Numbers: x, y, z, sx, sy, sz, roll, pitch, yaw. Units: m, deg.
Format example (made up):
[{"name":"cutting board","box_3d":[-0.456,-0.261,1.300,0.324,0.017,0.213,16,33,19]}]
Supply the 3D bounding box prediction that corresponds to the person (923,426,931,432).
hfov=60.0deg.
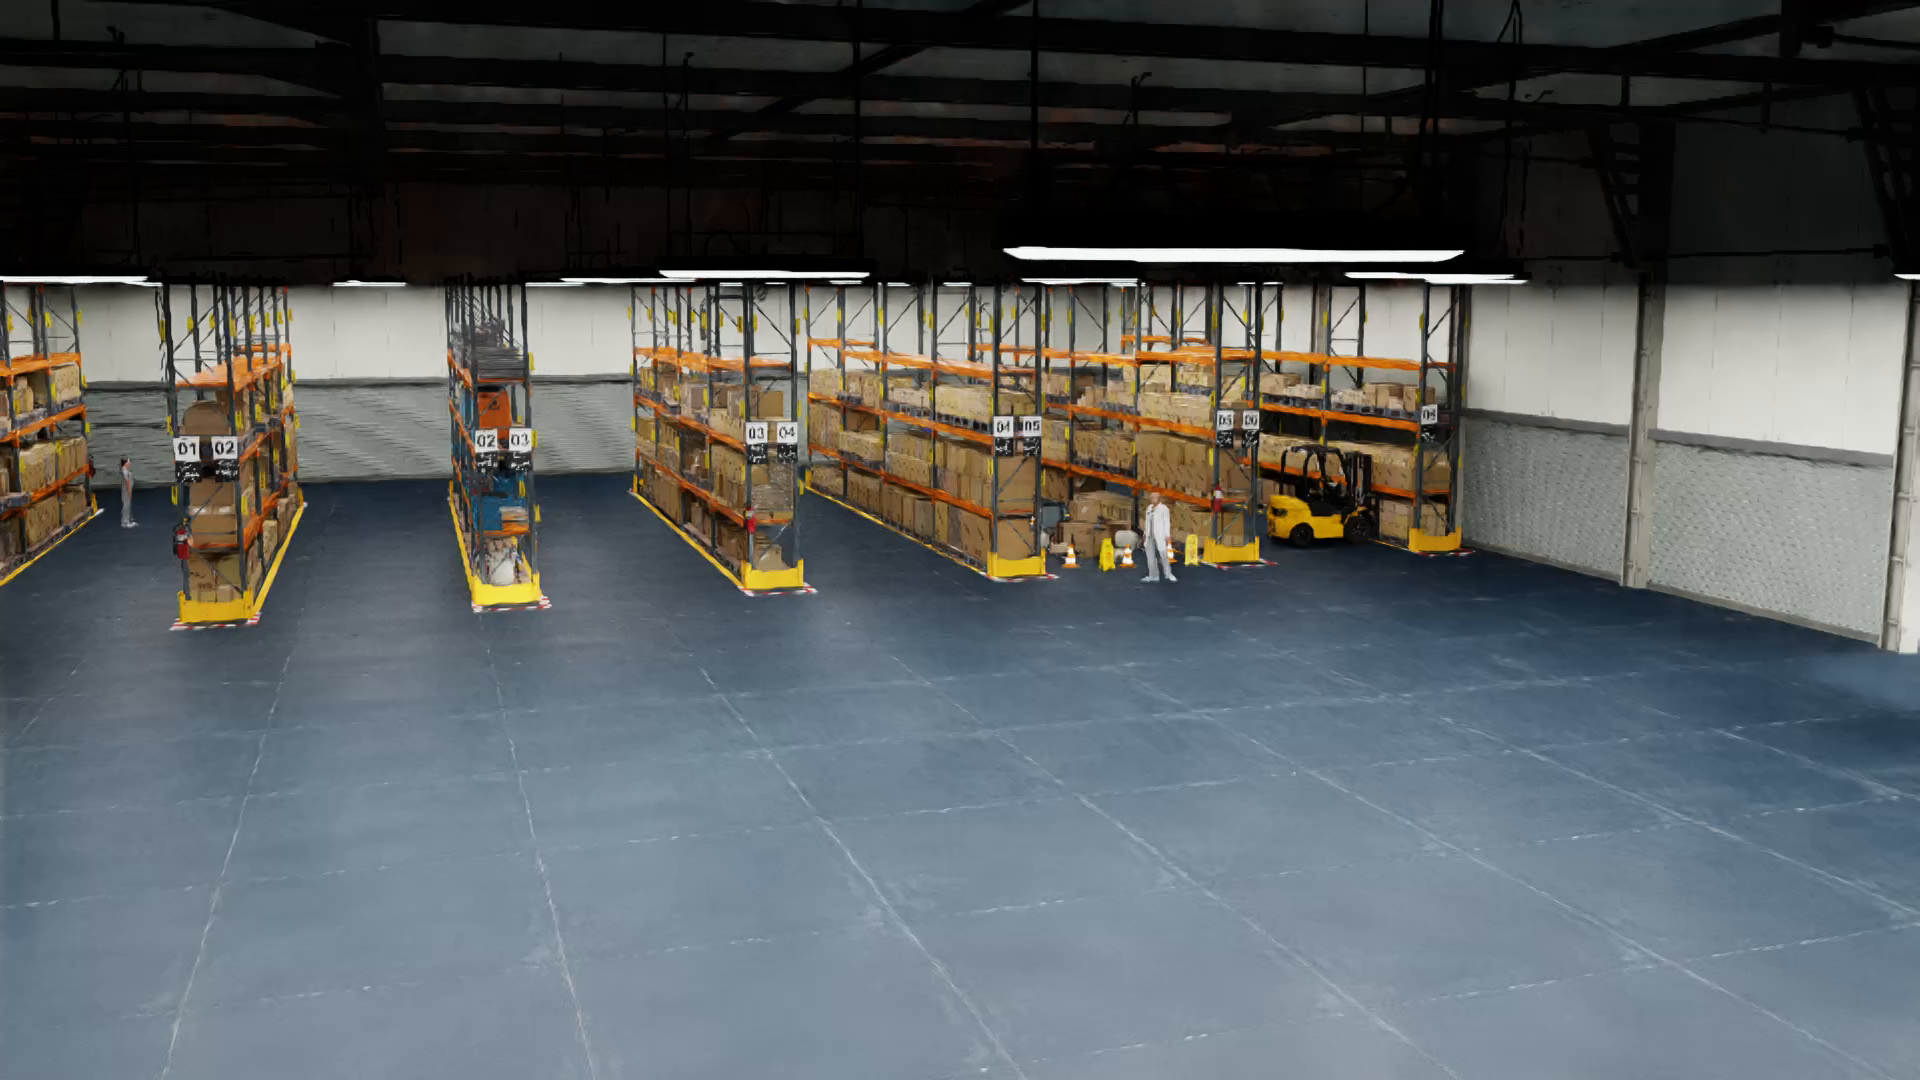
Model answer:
[{"name":"person","box_3d":[-0.949,-3.124,53.324,0.502,1.643,0.542,3,9,18]}]

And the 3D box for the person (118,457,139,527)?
[{"name":"person","box_3d":[-20.107,-1.176,40.187,0.386,1.673,0.557,-5,10,-30]}]

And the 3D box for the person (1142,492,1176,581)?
[{"name":"person","box_3d":[3.914,-0.072,32.746,0.691,1.773,0.587,8,12,43]}]
